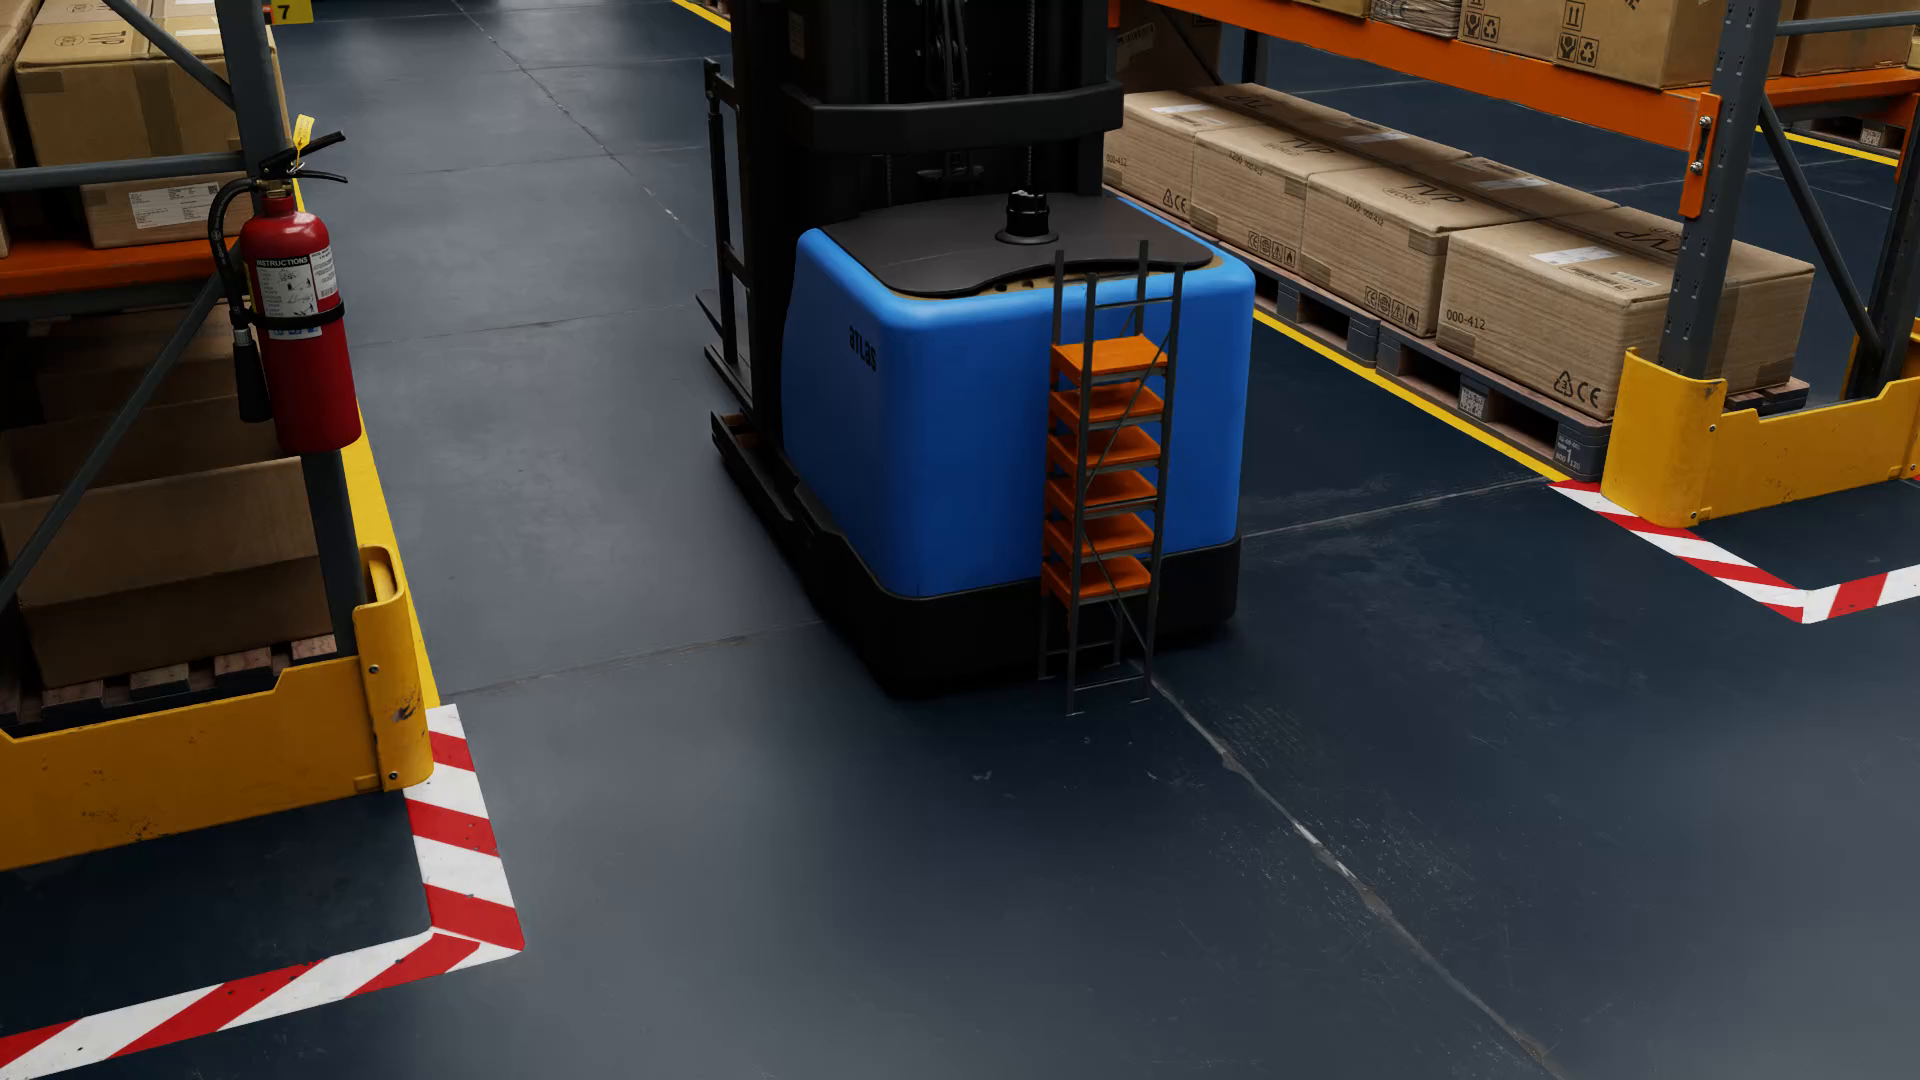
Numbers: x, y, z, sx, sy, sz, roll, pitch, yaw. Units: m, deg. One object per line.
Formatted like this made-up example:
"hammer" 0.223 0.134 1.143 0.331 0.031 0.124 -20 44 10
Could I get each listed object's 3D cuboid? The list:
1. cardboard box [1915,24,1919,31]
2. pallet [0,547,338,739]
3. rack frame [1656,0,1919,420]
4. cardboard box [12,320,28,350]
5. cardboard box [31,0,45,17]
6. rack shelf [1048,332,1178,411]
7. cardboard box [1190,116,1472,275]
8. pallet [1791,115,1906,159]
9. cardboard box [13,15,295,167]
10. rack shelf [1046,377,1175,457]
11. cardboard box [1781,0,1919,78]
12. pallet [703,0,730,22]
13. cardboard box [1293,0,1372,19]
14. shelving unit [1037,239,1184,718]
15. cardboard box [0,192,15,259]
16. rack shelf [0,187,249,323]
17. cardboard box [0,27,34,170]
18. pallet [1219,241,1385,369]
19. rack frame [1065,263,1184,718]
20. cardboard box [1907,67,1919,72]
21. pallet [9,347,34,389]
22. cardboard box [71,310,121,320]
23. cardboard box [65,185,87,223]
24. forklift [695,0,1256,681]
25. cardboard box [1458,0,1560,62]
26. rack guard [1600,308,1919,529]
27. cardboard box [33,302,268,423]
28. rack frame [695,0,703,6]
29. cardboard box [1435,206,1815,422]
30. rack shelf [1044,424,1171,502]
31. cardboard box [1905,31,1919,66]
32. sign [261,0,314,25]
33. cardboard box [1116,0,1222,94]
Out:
"cardboard box" 6.045 -3.136 10.347 0.380 0.149 0.250 -10 28 -19
"pallet" -2.191 0.201 4.597 1.003 0.211 1.213 -11 28 -21
"rack frame" 2.717 -1.554 5.014 1.000 3.000 0.127 -11 28 -21
"cardboard box" -3.374 -0.987 6.440 0.500 0.311 0.500 -10 28 -19
"cardboard box" -2.663 -1.315 4.356 0.500 0.250 0.500 -10 28 -19
"rack shelf" 0.365 -0.407 3.989 0.258 0.103 0.180 -9 30 -18
"cardboard box" 1.649 -1.573 7.494 0.875 0.438 0.875 -11 28 -22
"pallet" 5.962 -2.542 10.216 1.003 0.211 1.213 -11 28 -21
"cardboard box" -1.778 -0.995 3.701 0.500 0.250 0.500 -10 28 -20
"rack shelf" 0.364 -0.301 4.046 0.258 0.103 0.180 -9 30 -18
"cardboard box" 2.794 -1.842 5.490 0.500 0.500 0.500 -11 28 -21
"pallet" -1.676 -4.831 14.904 1.003 0.211 1.213 -11 28 -21
"cardboard box" 1.678 -2.365 6.562 0.500 0.500 0.500 -10 28 -19
"shelving unit" 0.361 -0.129 4.138 0.258 1.200 0.189 -9 30 -18
"cardboard box" -2.225 -0.674 3.499 0.380 0.149 0.250 -11 28 -21
"rack shelf" -2.632 -1.184 5.075 1.077 0.370 4.000 -11 28 -21
"cardboard box" -2.273 -0.906 3.518 0.500 0.250 0.500 -10 28 -19
"pallet" 1.858 -1.102 7.266 1.003 0.211 1.213 -11 28 -21
"rack frame" 0.393 -0.088 4.063 0.240 1.200 0.006 -9 30 -18
"cardboard box" 5.824 -2.721 9.836 0.380 0.149 0.250 -11 28 -21
"pallet" -3.147 -0.784 6.615 1.003 0.211 1.213 -11 28 -21
"cardboard box" -2.706 -0.799 5.838 0.700 0.500 0.500 -12 28 -23
"cardboard box" -1.867 -0.861 3.881 0.380 0.149 0.250 -10 28 -19
"forklift" -0.225 -1.574 5.133 1.130 2.935 3.031 -10 28 -19
"cardboard box" 2.102 -1.953 5.718 0.500 0.500 0.500 -11 28 -22
"rack guard" 2.727 -0.421 5.542 1.175 0.500 0.348 -11 28 -21
"cardboard box" -2.300 -0.380 4.980 0.700 0.500 0.500 -9 28 -18
"rack frame" -1.982 -6.398 14.936 1.000 3.000 0.127 -11 28 -21
"cardboard box" 2.367 -0.841 5.994 0.875 0.438 0.875 -12 28 -22
"rack shelf" 0.362 -0.195 4.103 0.258 0.103 0.180 -9 30 -18
"cardboard box" 5.664 -2.939 9.943 0.380 0.149 0.250 -9 27 -18
"sign" -1.349 -1.182 3.265 0.100 0.325 0.005 -11 28 -21
"cardboard box" 0.835 -2.639 9.180 0.875 0.875 0.875 -10 28 -19
